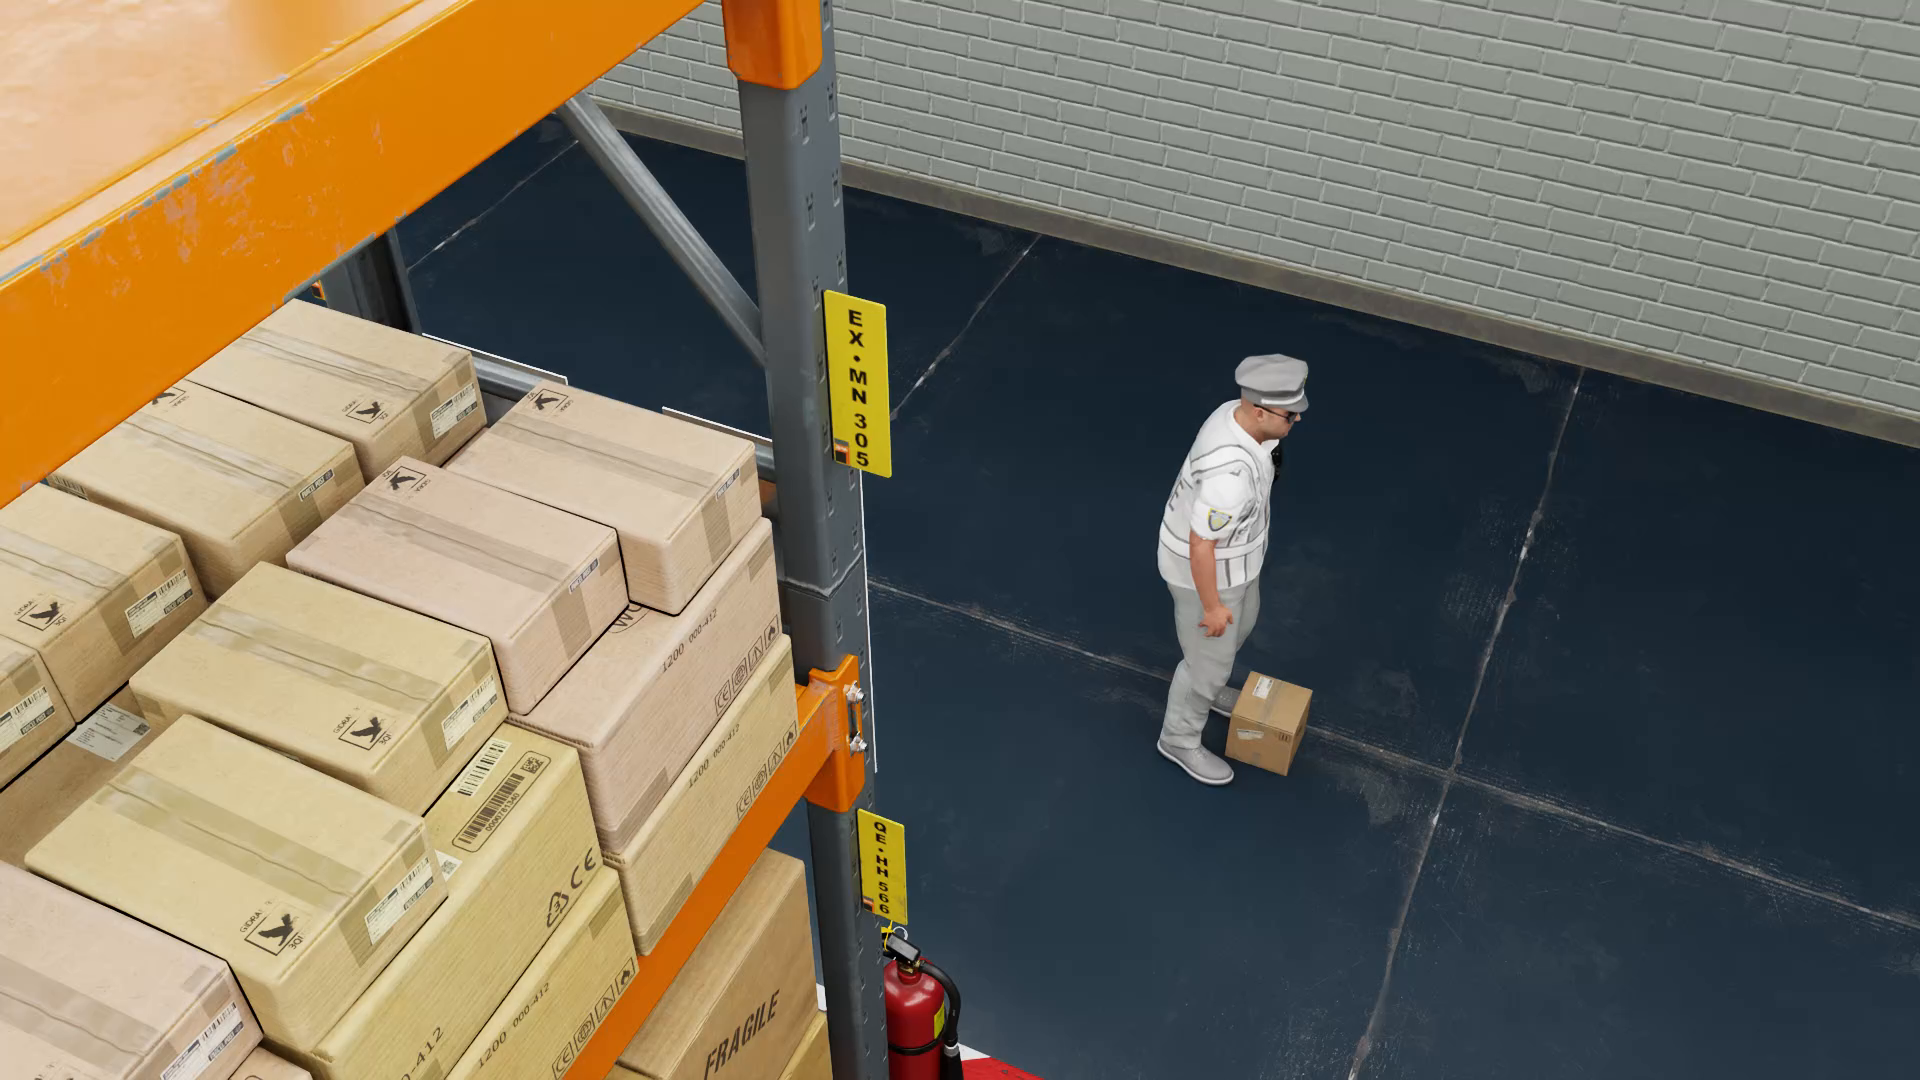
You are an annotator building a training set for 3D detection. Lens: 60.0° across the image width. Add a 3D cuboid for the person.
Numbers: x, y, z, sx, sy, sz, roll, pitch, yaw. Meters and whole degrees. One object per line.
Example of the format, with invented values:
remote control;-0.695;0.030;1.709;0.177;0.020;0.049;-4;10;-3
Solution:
person;0.950;0.079;6.066;0.441;1.747;0.601;15;44;16
